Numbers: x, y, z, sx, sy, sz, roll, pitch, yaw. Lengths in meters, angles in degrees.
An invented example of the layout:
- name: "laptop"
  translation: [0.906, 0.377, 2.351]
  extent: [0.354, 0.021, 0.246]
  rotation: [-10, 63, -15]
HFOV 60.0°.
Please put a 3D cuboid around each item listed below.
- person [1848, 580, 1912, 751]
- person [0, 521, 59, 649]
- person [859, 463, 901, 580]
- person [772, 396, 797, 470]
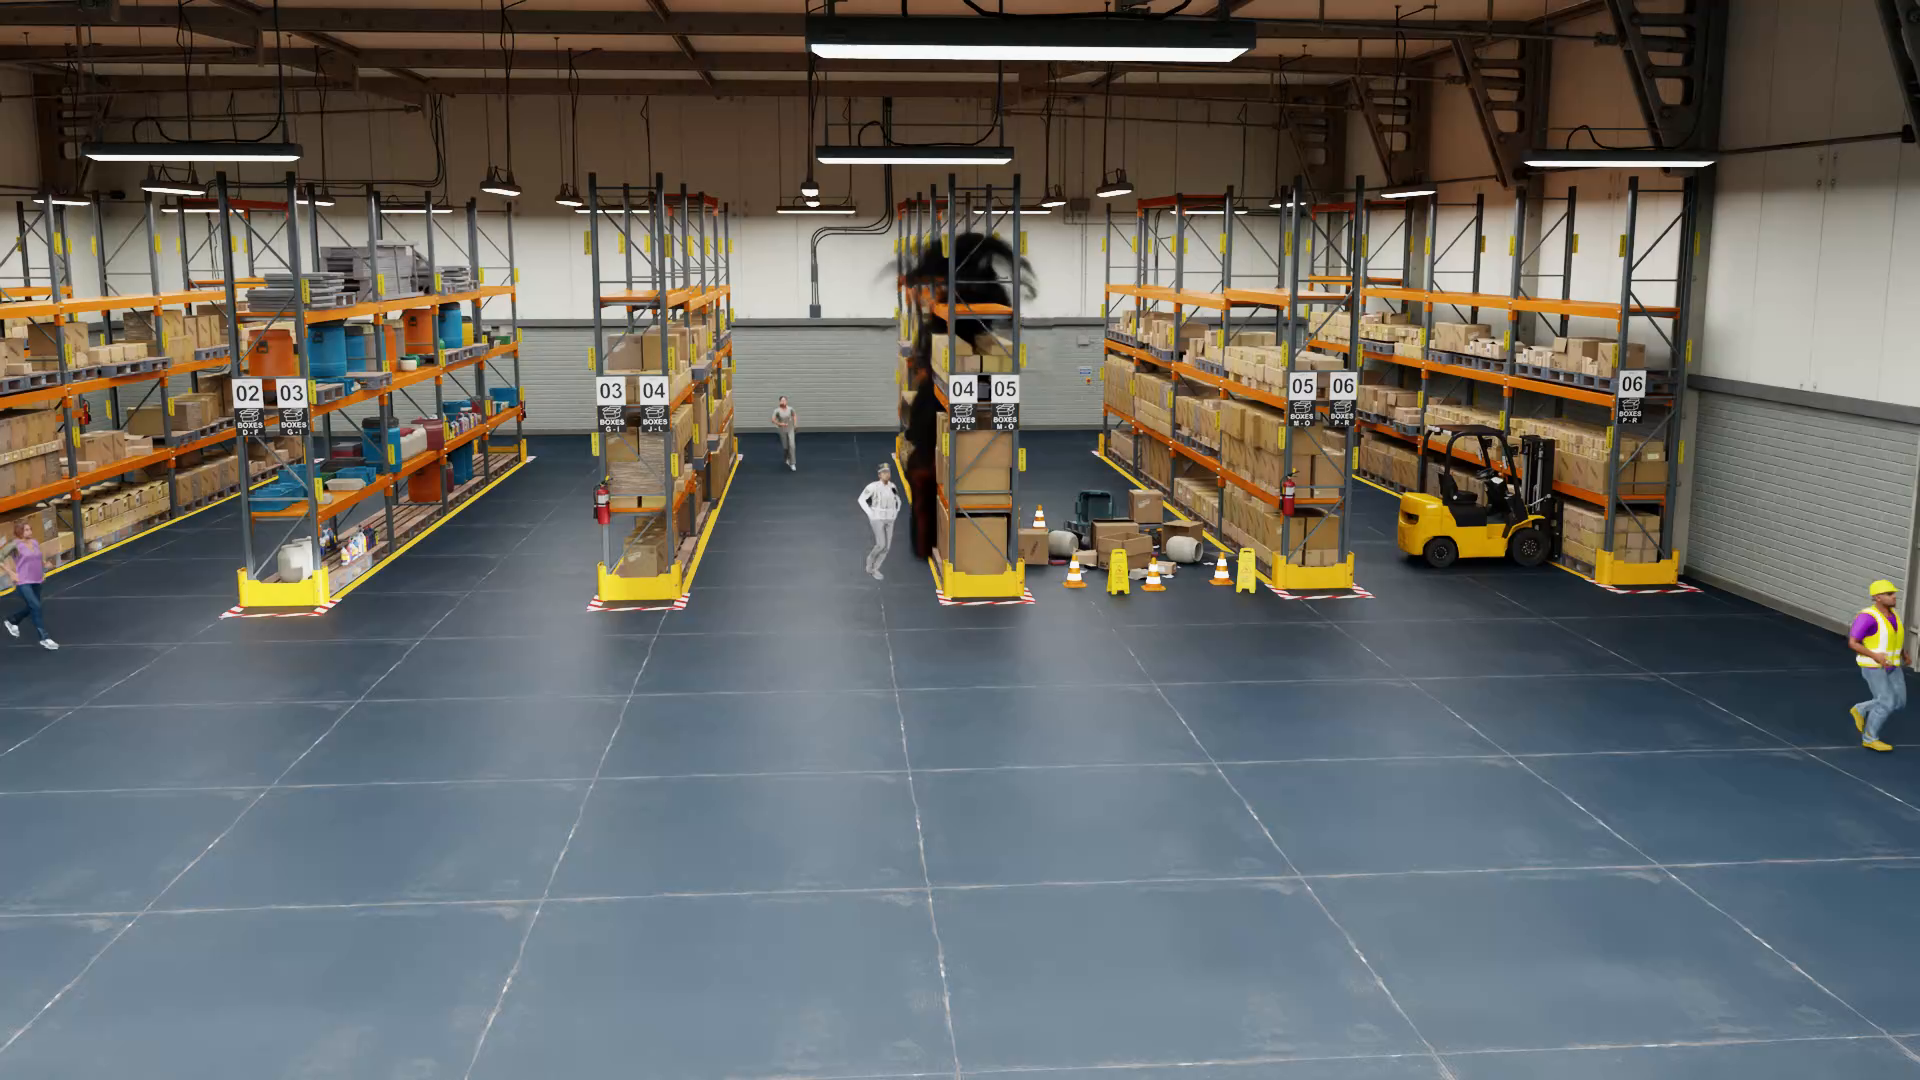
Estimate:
- name: "person"
  translation: [9.215, 1.248, 16.690]
  extent: [0.697, 1.718, 0.606]
  rotation: [-5, 11, -26]
- name: "person"
  translation: [-11.757, 0.555, 20.936]
  extent: [0.875, 1.602, 0.542]
  rotation: [3, 10, 17]
- name: "person"
  translation: [-1.102, -0.278, 23.902]
  extent: [0.650, 1.678, 0.466]
  rotation: [-6, 12, -30]
- name: "person"
  translation: [-3.994, -2.453, 37.932]
  extent: [0.600, 1.674, 0.908]
  rotation: [-3, 10, -16]
